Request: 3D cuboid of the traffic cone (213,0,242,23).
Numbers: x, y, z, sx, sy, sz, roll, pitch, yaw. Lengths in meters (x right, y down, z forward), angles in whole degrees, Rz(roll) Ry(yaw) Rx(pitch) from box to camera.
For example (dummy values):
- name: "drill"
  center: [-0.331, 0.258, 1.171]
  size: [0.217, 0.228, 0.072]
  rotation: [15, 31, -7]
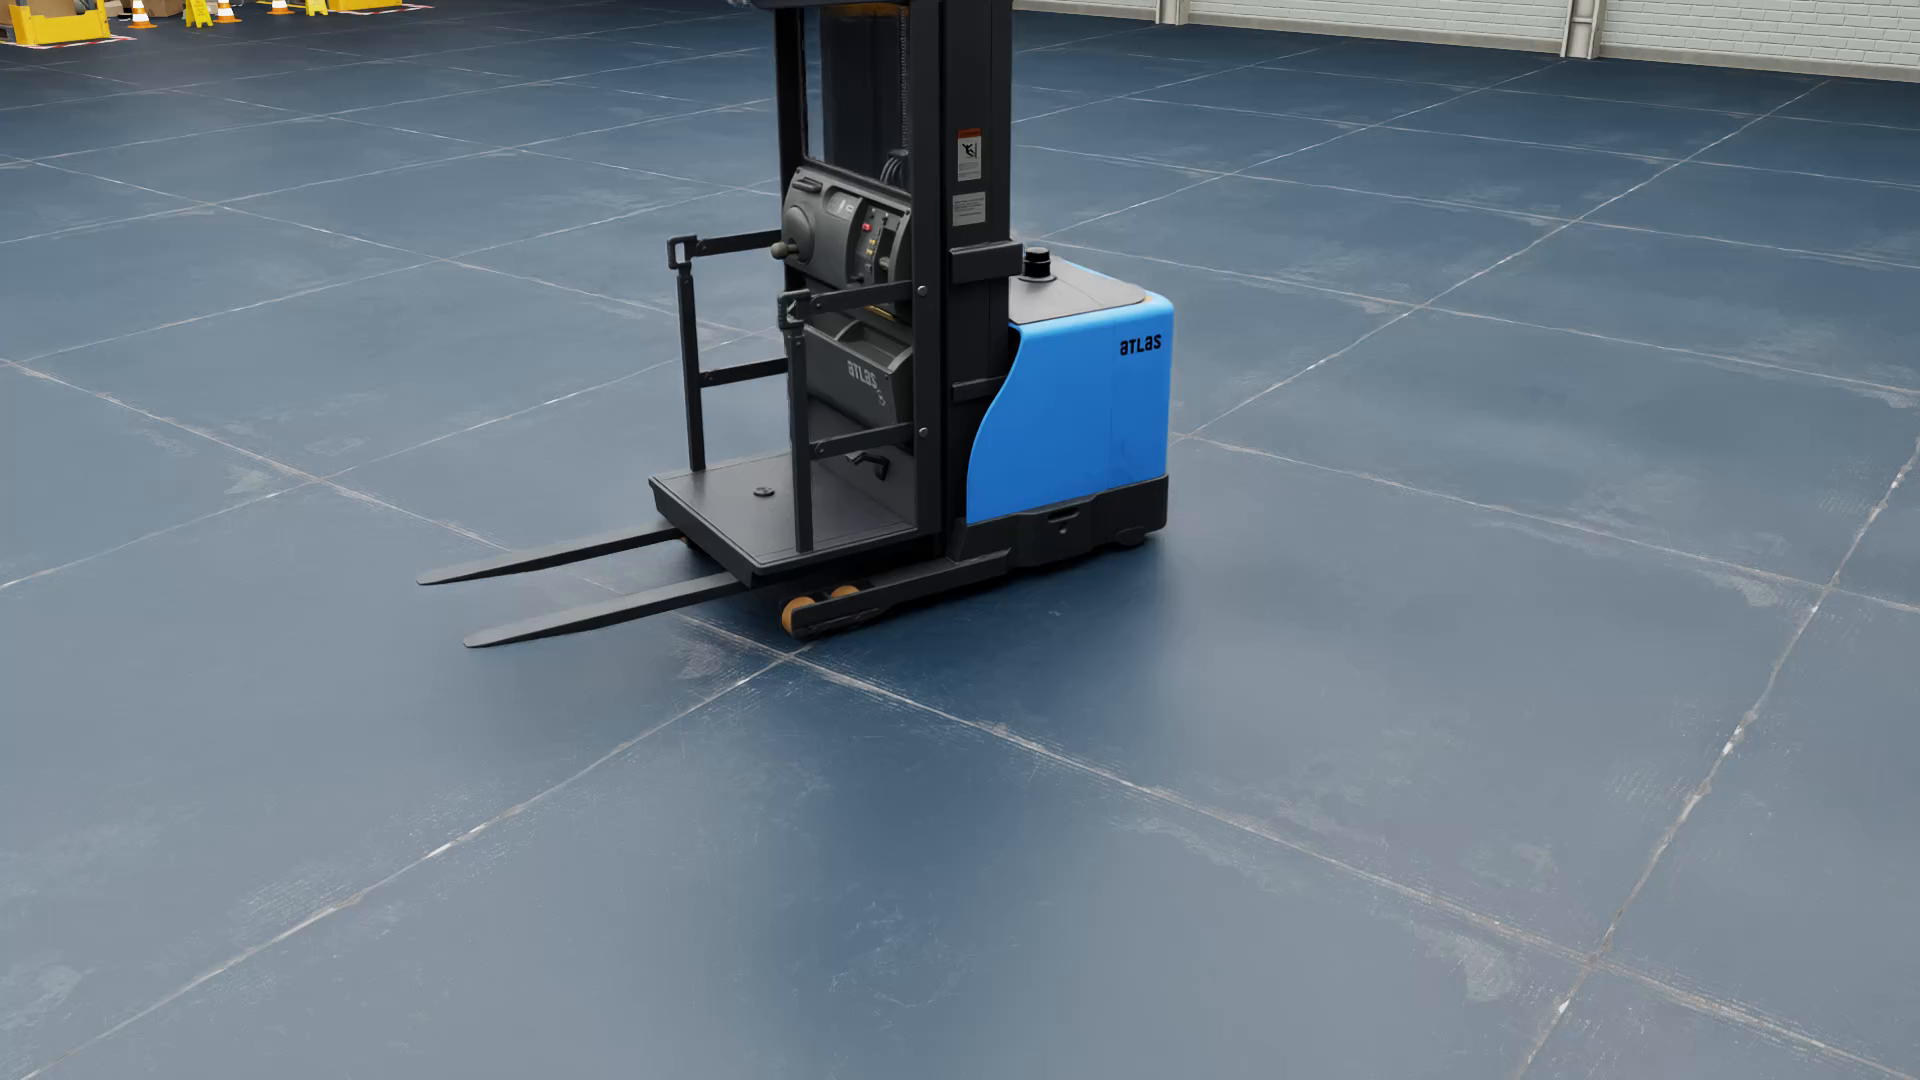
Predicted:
- name: "traffic cone"
  center: [-10.932, -7.948, 24.716]
  size: [0.334, 0.463, 0.336]
  rotation: [17, 29, 33]

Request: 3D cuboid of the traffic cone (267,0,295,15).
- name: "traffic cone"
  center: [-10.538, -8.389, 25.715]
  size: [0.334, 0.463, 0.336]
  rotation: [17, 29, 33]

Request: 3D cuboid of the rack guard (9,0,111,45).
- name: "rack guard"
  center: [-12.289, -7.091, 22.723]
  size: [0.348, 0.500, 1.175]
  rotation: [17, 29, 33]

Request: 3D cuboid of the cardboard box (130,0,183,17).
- name: "cardboard box"
  center: [-12.344, -8.327, 25.526]
  size: [0.637, 0.503, 0.797]
  rotation: [-1, 24, -3]

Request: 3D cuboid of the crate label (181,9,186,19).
- name: "crate label"
  center: [-11.598, -7.969, 25.168]
  size: [0.298, 0.136, 0.250]
  rotation: [3, 24, 6]

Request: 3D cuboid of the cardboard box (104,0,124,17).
- name: "cardboard box"
  center: [-13.029, -8.135, 25.384]
  size: [0.396, 0.266, 0.258]
  rotation: [-21, 31, -39]

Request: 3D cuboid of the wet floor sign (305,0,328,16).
- name: "wet floor sign"
  center: [-9.910, -8.393, 25.499]
  size: [0.267, 0.644, 0.232]
  rotation: [-15, 28, -30]

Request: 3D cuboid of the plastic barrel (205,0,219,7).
- name: "plastic barrel"
  center: [-11.981, -8.694, 26.457]
  size: [0.512, 0.421, 0.421]
  rotation: [-5, 24, -12]

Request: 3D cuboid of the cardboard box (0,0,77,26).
- name: "cardboard box"
  center: [-12.890, -7.603, 22.900]
  size: [0.875, 0.875, 0.875]
  rotation: [17, 29, 34]

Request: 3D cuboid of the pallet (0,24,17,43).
- name: "pallet"
  center: [-12.995, -7.132, 23.176]
  size: [1.213, 0.211, 1.003]
  rotation: [17, 29, 33]

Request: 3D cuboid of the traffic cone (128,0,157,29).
- name: "traffic cone"
  center: [-11.881, -7.666, 24.075]
  size: [0.334, 0.463, 0.336]
  rotation: [17, 29, 33]

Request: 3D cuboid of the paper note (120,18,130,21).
- name: "paper note"
  center: [-12.511, -7.798, 24.912]
  size: [0.144, 0.017, 0.142]
  rotation: [-15, 28, -30]

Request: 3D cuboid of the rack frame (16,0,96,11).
- name: "rack frame"
  center: [-12.308, -8.240, 22.232]
  size: [0.127, 3.000, 1.000]
  rotation: [17, 29, 33]

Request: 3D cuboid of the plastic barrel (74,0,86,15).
- name: "plastic barrel"
  center: [-13.681, -8.249, 25.448]
  size: [0.512, 0.421, 0.421]
  rotation: [-5, 24, -12]

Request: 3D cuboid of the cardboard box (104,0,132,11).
- name: "cardboard box"
  center: [-13.097, -8.613, 26.006]
  size: [0.503, 0.637, 0.797]
  rotation: [17, 29, 33]

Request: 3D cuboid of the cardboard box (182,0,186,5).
- name: "cardboard box"
  center: [-12.580, -8.988, 27.027]
  size: [0.500, 0.500, 0.500]
  rotation: [-5, 24, -12]

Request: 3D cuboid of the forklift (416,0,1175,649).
- name: "forklift"
  center: [-0.622, -1.197, 6.331]
  size: [3.031, 2.935, 1.130]
  rotation: [-14, 27, -29]

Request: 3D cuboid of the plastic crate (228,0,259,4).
- name: "plastic crate"
  center: [-11.856, -8.849, 27.234]
  size: [0.583, 0.080, 0.402]
  rotation: [7, 25, 15]

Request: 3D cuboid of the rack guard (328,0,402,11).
- name: "rack guard"
  center: [-9.481, -8.736, 26.458]
  size: [0.348, 0.500, 1.175]
  rotation: [17, 29, 33]

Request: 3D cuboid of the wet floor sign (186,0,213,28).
- name: "wet floor sign"
  center: [-11.097, -7.795, 24.141]
  size: [0.232, 0.644, 0.267]
  rotation: [12, 26, 24]

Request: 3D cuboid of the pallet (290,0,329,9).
- name: "pallet"
  center: [-10.110, -8.812, 26.988]
  size: [1.213, 0.211, 1.003]
  rotation: [17, 29, 33]

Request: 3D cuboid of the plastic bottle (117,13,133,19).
- name: "plastic bottle"
  center: [-12.659, -7.940, 25.195]
  size: [0.283, 0.061, 0.133]
  rotation: [7, 25, 15]

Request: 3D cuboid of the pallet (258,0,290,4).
- name: "pallet"
  center: [-11.082, -9.107, 27.658]
  size: [1.213, 0.211, 1.003]
  rotation: [17, 29, 33]

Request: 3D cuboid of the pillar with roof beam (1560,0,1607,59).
- name: "pillar with roof beam"
  center: [5.359, -8.927, 16.350]
  size: [0.400, 9.000, 9.100]
  rotation: [17, 29, 33]

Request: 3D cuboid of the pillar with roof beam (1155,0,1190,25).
- name: "pillar with roof beam"
  center: [0.558, -10.378, 19.643]
  size: [0.400, 9.000, 9.100]
  rotation: [17, 29, 33]

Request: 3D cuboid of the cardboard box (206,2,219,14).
- name: "cardboard box"
  center: [-11.680, -8.222, 25.727]
  size: [0.380, 0.149, 0.250]
  rotation: [-10, 26, -21]
